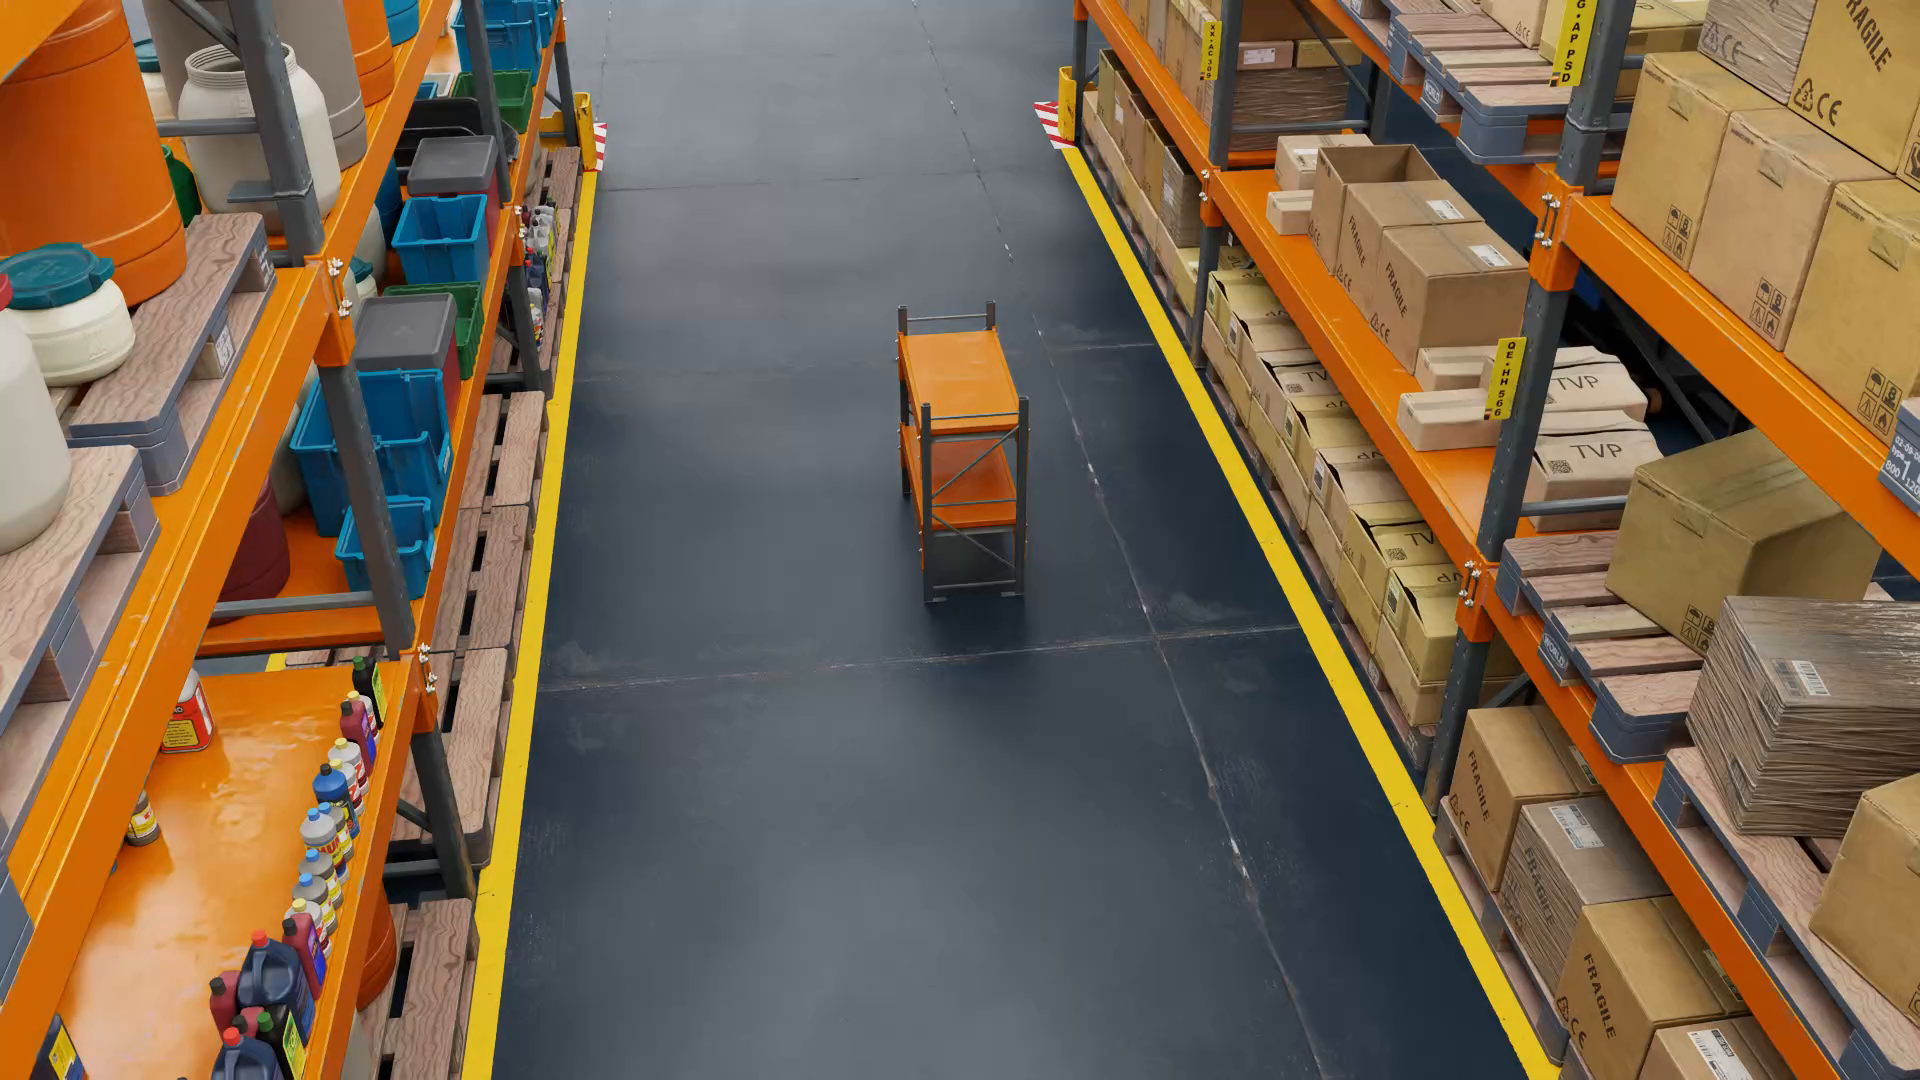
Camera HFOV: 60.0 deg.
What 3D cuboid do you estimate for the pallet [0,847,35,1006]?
[{"bbox_3d":[-2.094,0.879,2.300,1.213,0.211,1.003,-4,35,-6],"label":"pallet"}]

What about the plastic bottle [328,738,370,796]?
[{"bbox_3d":[-1.924,0.709,5.223,0.097,0.201,0.097,0,34,0],"label":"plastic bottle"}]

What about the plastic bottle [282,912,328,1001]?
[{"bbox_3d":[-1.799,1.118,4.549,0.061,0.283,0.133,-4,35,-6],"label":"plastic bottle"}]

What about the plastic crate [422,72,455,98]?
[{"bbox_3d":[-3.437,-2.771,10.387,0.530,0.136,0.437,-4,35,-6],"label":"plastic crate"}]

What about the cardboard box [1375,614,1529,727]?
[{"bbox_3d":[2.167,0.553,7.343,0.500,0.250,0.500,-4,34,-5],"label":"cardboard box"}]

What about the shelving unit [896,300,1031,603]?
[{"bbox_3d":[0.001,-0.461,8.428,0.538,1.125,1.048,-4,35,-6],"label":"shelving unit"}]

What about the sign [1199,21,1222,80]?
[{"bbox_3d":[1.392,-2.714,9.230,0.100,0.325,0.005,-4,35,-6],"label":"sign"}]

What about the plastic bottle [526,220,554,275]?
[{"bbox_3d":[-2.747,-1.905,10.843,0.144,0.351,0.185,-5,35,-7],"label":"plastic bottle"}]

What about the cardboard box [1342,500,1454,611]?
[{"bbox_3d":[2.088,0.033,7.608,0.500,0.311,0.500,-5,35,-7],"label":"cardboard box"}]

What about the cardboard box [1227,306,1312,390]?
[{"bbox_3d":[1.812,-1.106,9.281,0.500,0.311,0.500,-5,35,-7],"label":"cardboard box"}]

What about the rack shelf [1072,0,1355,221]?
[{"bbox_3d":[1.672,-3.185,11.399,1.077,0.370,4.000,-4,35,-6],"label":"rack shelf"}]

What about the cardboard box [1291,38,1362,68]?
[{"bbox_3d":[2.097,-2.840,9.590,0.380,0.149,0.250,-4,35,-6],"label":"cardboard box"}]

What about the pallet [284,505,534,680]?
[{"bbox_3d":[-2.656,0.276,8.157,1.003,0.211,1.213,-4,35,-6],"label":"pallet"}]

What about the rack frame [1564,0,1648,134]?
[{"bbox_3d":[2.479,-2.613,4.594,1.000,3.000,0.127,-4,35,-6],"label":"rack frame"}]

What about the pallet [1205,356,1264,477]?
[{"bbox_3d":[2.079,-0.806,9.745,1.003,0.211,1.213,-4,35,-6],"label":"pallet"}]

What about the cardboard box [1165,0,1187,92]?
[{"bbox_3d":[1.734,-3.229,10.736,0.700,0.500,0.500,-4,34,-6],"label":"cardboard box"}]

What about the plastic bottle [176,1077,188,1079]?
[{"bbox_3d":[-1.890,1.426,4.108,0.097,0.271,0.097,0,34,0],"label":"plastic bottle"}]

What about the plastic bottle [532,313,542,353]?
[{"bbox_3d":[-2.576,-1.259,9.966,0.097,0.271,0.097,0,34,0],"label":"plastic bottle"}]

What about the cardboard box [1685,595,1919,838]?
[{"bbox_3d":[2.609,0.519,4.864,0.700,0.500,0.500,2,34,3],"label":"cardboard box"}]

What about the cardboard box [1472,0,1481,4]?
[{"bbox_3d":[2.208,-2.346,6.625,0.500,0.250,0.500,-5,35,-7],"label":"cardboard box"}]

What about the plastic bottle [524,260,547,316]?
[{"bbox_3d":[-2.665,-1.562,10.341,0.144,0.351,0.185,-3,34,-5],"label":"plastic bottle"}]

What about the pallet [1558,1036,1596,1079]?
[{"bbox_3d":[2.703,2.117,5.456,1.003,0.211,1.213,-4,35,-6],"label":"pallet"}]

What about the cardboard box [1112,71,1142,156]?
[{"bbox_3d":[1.404,-3.073,11.998,0.500,0.500,0.500,-4,35,-6],"label":"cardboard box"}]

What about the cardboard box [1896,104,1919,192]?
[{"bbox_3d":[2.669,-1.015,3.936,0.500,0.500,0.500,-4,35,-6],"label":"cardboard box"}]

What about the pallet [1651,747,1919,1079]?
[{"bbox_3d":[2.745,1.030,4.746,1.003,0.211,1.213,-4,35,-6],"label":"pallet"}]

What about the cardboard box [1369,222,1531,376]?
[{"bbox_3d":[2.237,-1.111,7.628,0.500,0.500,0.500,-6,35,-9],"label":"cardboard box"}]

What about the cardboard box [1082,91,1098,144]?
[{"bbox_3d":[1.255,-3.320,13.027,0.500,0.250,0.500,-4,35,-6],"label":"cardboard box"}]

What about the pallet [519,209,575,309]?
[{"bbox_3d":[-3.184,-1.901,11.353,1.003,0.211,1.213,-4,35,-6],"label":"pallet"}]

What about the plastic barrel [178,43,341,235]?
[{"bbox_3d":[-2.168,-1.244,5.148,0.421,0.512,0.421,0,34,0],"label":"plastic barrel"}]

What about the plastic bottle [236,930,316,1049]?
[{"bbox_3d":[-1.819,1.182,4.395,0.144,0.351,0.185,-4,35,-6],"label":"plastic bottle"}]

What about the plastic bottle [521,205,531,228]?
[{"bbox_3d":[-2.923,-2.142,11.251,0.061,0.283,0.133,-4,35,-6],"label":"plastic bottle"}]

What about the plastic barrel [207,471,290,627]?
[{"bbox_3d":[-2.792,-0.053,6.044,0.600,0.536,0.708,-4,35,-6],"label":"plastic barrel"}]

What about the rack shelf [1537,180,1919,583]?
[{"bbox_3d":[2.748,0.039,4.004,1.077,0.370,4.000,-4,35,-6],"label":"rack shelf"}]

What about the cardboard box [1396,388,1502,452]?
[{"bbox_3d":[2.085,-0.511,7.060,0.380,0.149,0.250,-4,35,-6],"label":"cardboard box"}]

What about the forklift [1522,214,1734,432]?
[{"bbox_3d":[4.512,-2.166,9.326,1.130,2.935,3.031,-5,35,-8],"label":"forklift"}]

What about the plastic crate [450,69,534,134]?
[{"bbox_3d":[-2.870,-2.685,10.214,0.450,0.188,0.662,-4,35,-6],"label":"plastic crate"}]

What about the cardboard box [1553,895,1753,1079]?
[{"bbox_3d":[2.396,1.564,5.620,0.500,0.500,0.500,-5,35,-7],"label":"cardboard box"}]

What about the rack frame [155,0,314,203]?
[{"bbox_3d":[-2.430,-2.240,4.047,1.000,3.000,0.127,-4,35,-6],"label":"rack frame"}]

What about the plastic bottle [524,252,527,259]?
[{"bbox_3d":[-2.747,-1.714,10.634,0.097,0.271,0.097,0,34,0],"label":"plastic bottle"}]

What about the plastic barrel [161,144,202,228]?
[{"bbox_3d":[-2.513,-1.071,5.132,0.294,0.245,0.294,0,34,0],"label":"plastic barrel"}]

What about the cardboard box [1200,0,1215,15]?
[{"bbox_3d":[1.806,-3.473,9.942,0.700,0.500,0.500,-4,35,-6],"label":"cardboard box"}]

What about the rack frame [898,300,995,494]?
[{"bbox_3d":[-0.067,-0.745,8.844,0.500,1.125,0.032,-4,35,-6],"label":"rack frame"}]

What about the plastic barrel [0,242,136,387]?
[{"bbox_3d":[-2.140,-0.530,3.950,0.301,0.262,0.301,0,34,0],"label":"plastic barrel"}]

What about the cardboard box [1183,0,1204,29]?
[{"bbox_3d":[1.587,-3.242,10.179,0.380,0.149,0.250,-4,35,-6],"label":"cardboard box"}]

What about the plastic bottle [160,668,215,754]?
[{"bbox_3d":[-2.541,0.544,5.398,0.152,0.276,0.135,-4,35,-6],"label":"plastic bottle"}]

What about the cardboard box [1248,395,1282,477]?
[{"bbox_3d":[1.890,-0.586,9.015,0.500,0.250,0.500,-5,35,-8],"label":"cardboard box"}]

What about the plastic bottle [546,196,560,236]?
[{"bbox_3d":[-2.790,-2.229,11.379,0.061,0.283,0.133,-4,34,-5],"label":"plastic bottle"}]

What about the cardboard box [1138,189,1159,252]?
[{"bbox_3d":[1.523,-2.204,11.389,0.500,0.250,0.500,-4,35,-6],"label":"cardboard box"}]

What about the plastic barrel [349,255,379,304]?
[{"bbox_3d":[-2.942,-1.186,7.950,0.301,0.262,0.301,0,34,0],"label":"plastic barrel"}]

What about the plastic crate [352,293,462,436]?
[{"bbox_3d":[-2.344,-0.713,7.075,0.402,0.464,0.583,-4,35,-6],"label":"plastic crate"}]

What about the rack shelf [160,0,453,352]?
[{"bbox_3d":[-2.699,-1.820,6.732,1.077,0.370,4.000,-4,35,-6],"label":"rack shelf"}]
